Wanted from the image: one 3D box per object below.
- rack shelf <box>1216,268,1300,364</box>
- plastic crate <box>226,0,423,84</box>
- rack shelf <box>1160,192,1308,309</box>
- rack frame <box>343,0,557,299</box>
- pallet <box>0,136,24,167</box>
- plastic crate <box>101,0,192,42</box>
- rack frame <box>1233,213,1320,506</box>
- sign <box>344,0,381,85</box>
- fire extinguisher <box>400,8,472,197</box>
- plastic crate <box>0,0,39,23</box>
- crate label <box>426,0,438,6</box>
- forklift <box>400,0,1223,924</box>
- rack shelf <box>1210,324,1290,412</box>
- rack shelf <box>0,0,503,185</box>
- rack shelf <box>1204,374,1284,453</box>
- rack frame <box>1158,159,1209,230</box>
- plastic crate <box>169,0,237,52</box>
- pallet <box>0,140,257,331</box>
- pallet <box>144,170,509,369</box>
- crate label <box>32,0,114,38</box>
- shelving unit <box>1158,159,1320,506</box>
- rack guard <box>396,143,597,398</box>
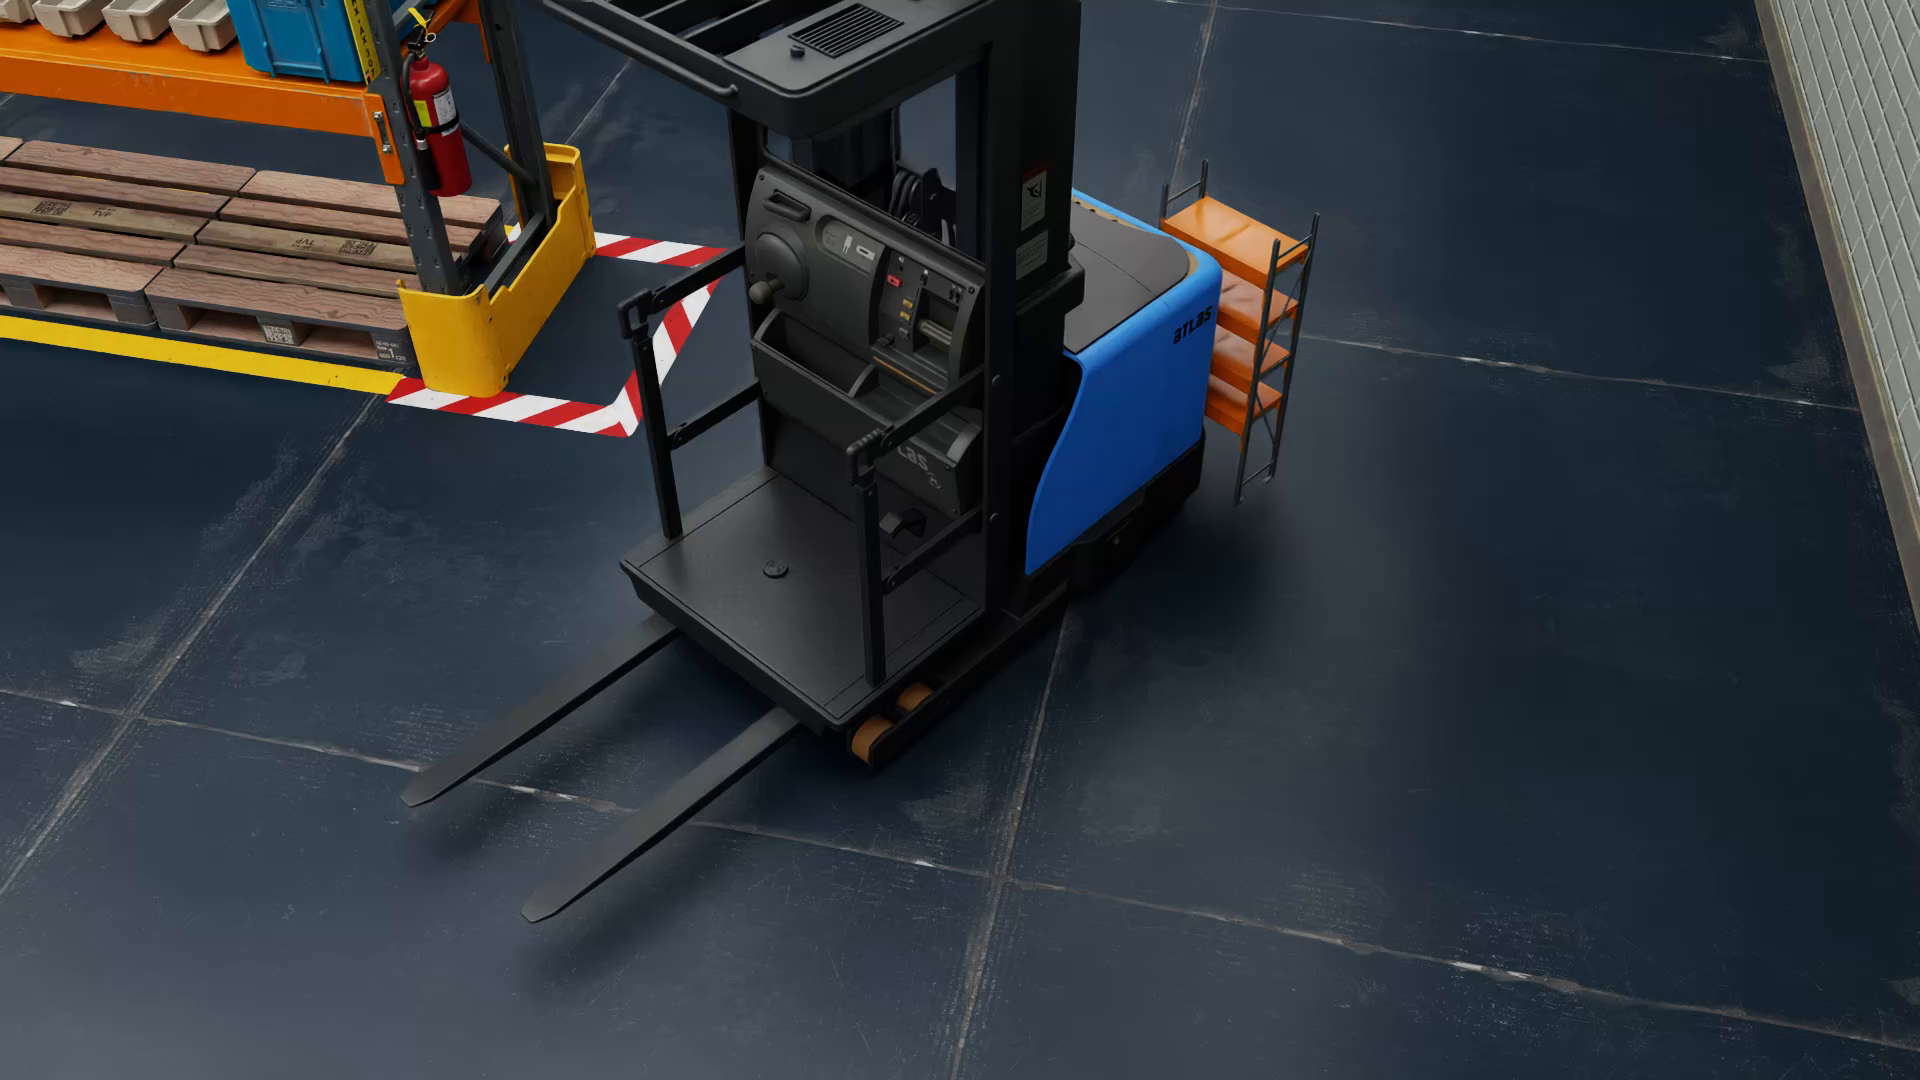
[{"bbox_3d":[0.969,-0.859,6.051,0.258,0.148,0.480,-34,53,-30],"label":"rack shelf"},{"bbox_3d":[-2.344,-2.032,6.129,0.499,0.435,0.616,9,45,9],"label":"plastic crate"},{"bbox_3d":[0.969,-1.029,5.887,0.258,0.148,0.480,-34,53,-30],"label":"rack shelf"},{"bbox_3d":[-1.977,-2.073,6.241,0.127,3.000,1.000,9,45,9],"label":"rack frame"},{"bbox_3d":[-5.154,-1.589,7.749,1.213,0.211,1.003,9,45,9],"label":"pallet"},{"bbox_3d":[-3.092,-2.054,6.368,0.243,0.136,0.396,9,45,9],"label":"plastic crate"},{"bbox_3d":[1.140,-0.625,6.034,0.240,1.200,0.015,-34,53,-30],"label":"rack frame"},{"bbox_3d":[-2.081,-1.757,5.795,0.005,0.325,0.100,9,45,9],"label":"sign"},{"bbox_3d":[-1.929,-1.581,6.054,0.183,0.674,0.296,9,45,9],"label":"fire extinguisher"},{"bbox_3d":[-3.662,-2.112,6.429,0.250,0.136,0.298,9,45,9],"label":"plastic crate"},{"bbox_3d":[-2.146,-2.295,6.549,0.303,0.233,0.416,9,45,9],"label":"crate label"},{"bbox_3d":[-0.449,-0.719,4.884,1.130,2.935,3.031,33,53,29],"label":"forklift"},{"bbox_3d":[0.969,-0.698,6.206,0.258,0.148,0.480,-34,53,-30],"label":"rack shelf"},{"bbox_3d":[-3.928,-2.117,6.805,4.000,0.370,1.077,9,45,9],"label":"rack shelf"},{"bbox_3d":[0.969,-0.554,6.344,0.258,0.148,0.480,-34,53,-30],"label":"rack shelf"},{"bbox_3d":[0.798,-0.867,6.285,0.240,1.200,0.015,-34,53,-30],"label":"rack frame"},{"bbox_3d":[-2.812,-2.001,6.313,0.243,0.136,0.396,9,45,9],"label":"plastic crate"},{"bbox_3d":[-3.960,-1.406,7.558,1.213,0.211,1.003,9,45,9],"label":"pallet"},{"bbox_3d":[-2.773,-1.220,7.365,1.213,0.211,1.003,9,45,9],"label":"pallet"},{"bbox_3d":[-3.369,-2.080,6.395,0.243,0.136,0.396,9,45,9],"label":"crate label"},{"bbox_3d":[0.969,-0.746,6.160,0.258,1.200,0.503,-34,53,-30],"label":"shelving unit"},{"bbox_3d":[-1.950,-1.178,7.113,0.348,0.500,1.175,9,45,9],"label":"rack guard"}]
